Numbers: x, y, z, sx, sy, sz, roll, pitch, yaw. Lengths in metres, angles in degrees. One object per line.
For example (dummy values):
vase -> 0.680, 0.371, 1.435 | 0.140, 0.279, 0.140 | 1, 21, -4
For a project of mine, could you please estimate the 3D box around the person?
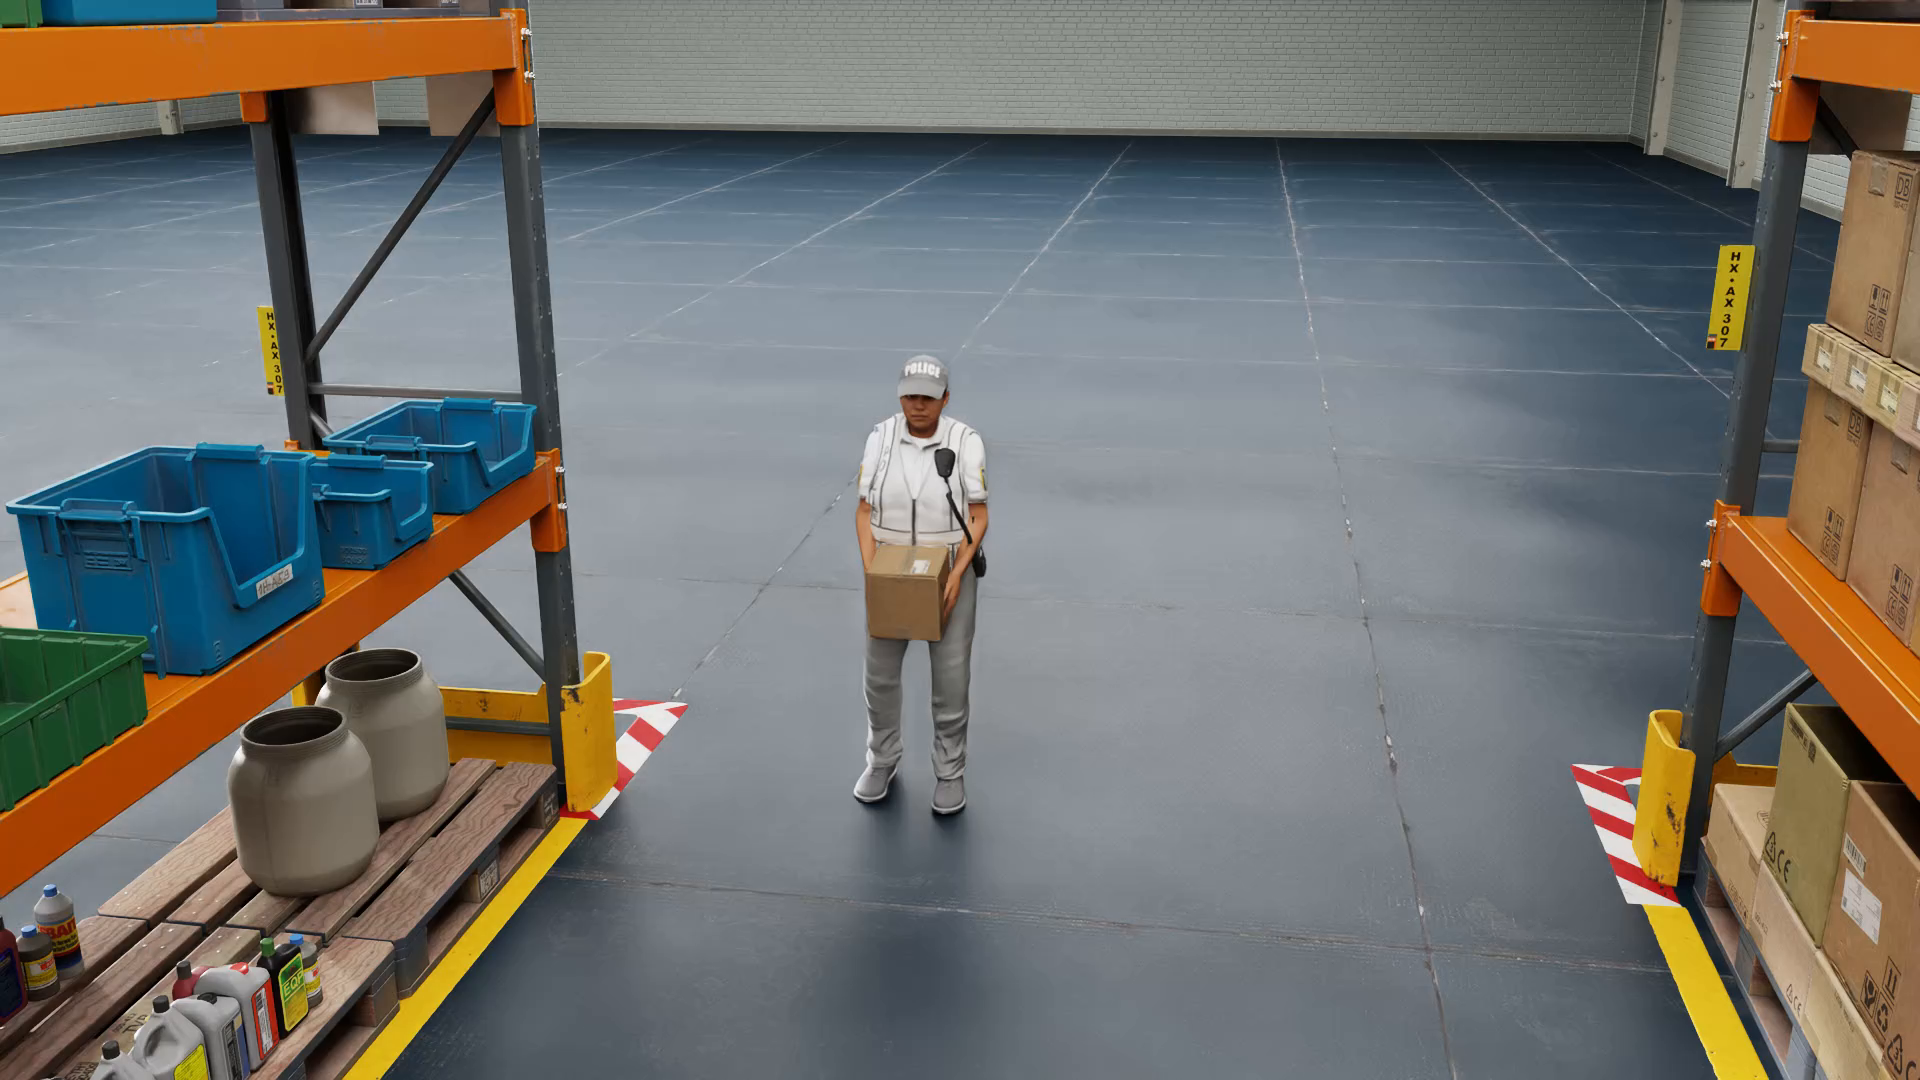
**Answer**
person -> -0.144, 0.157, 6.054 | 0.493, 1.671, 0.490 | 3, 18, 8
